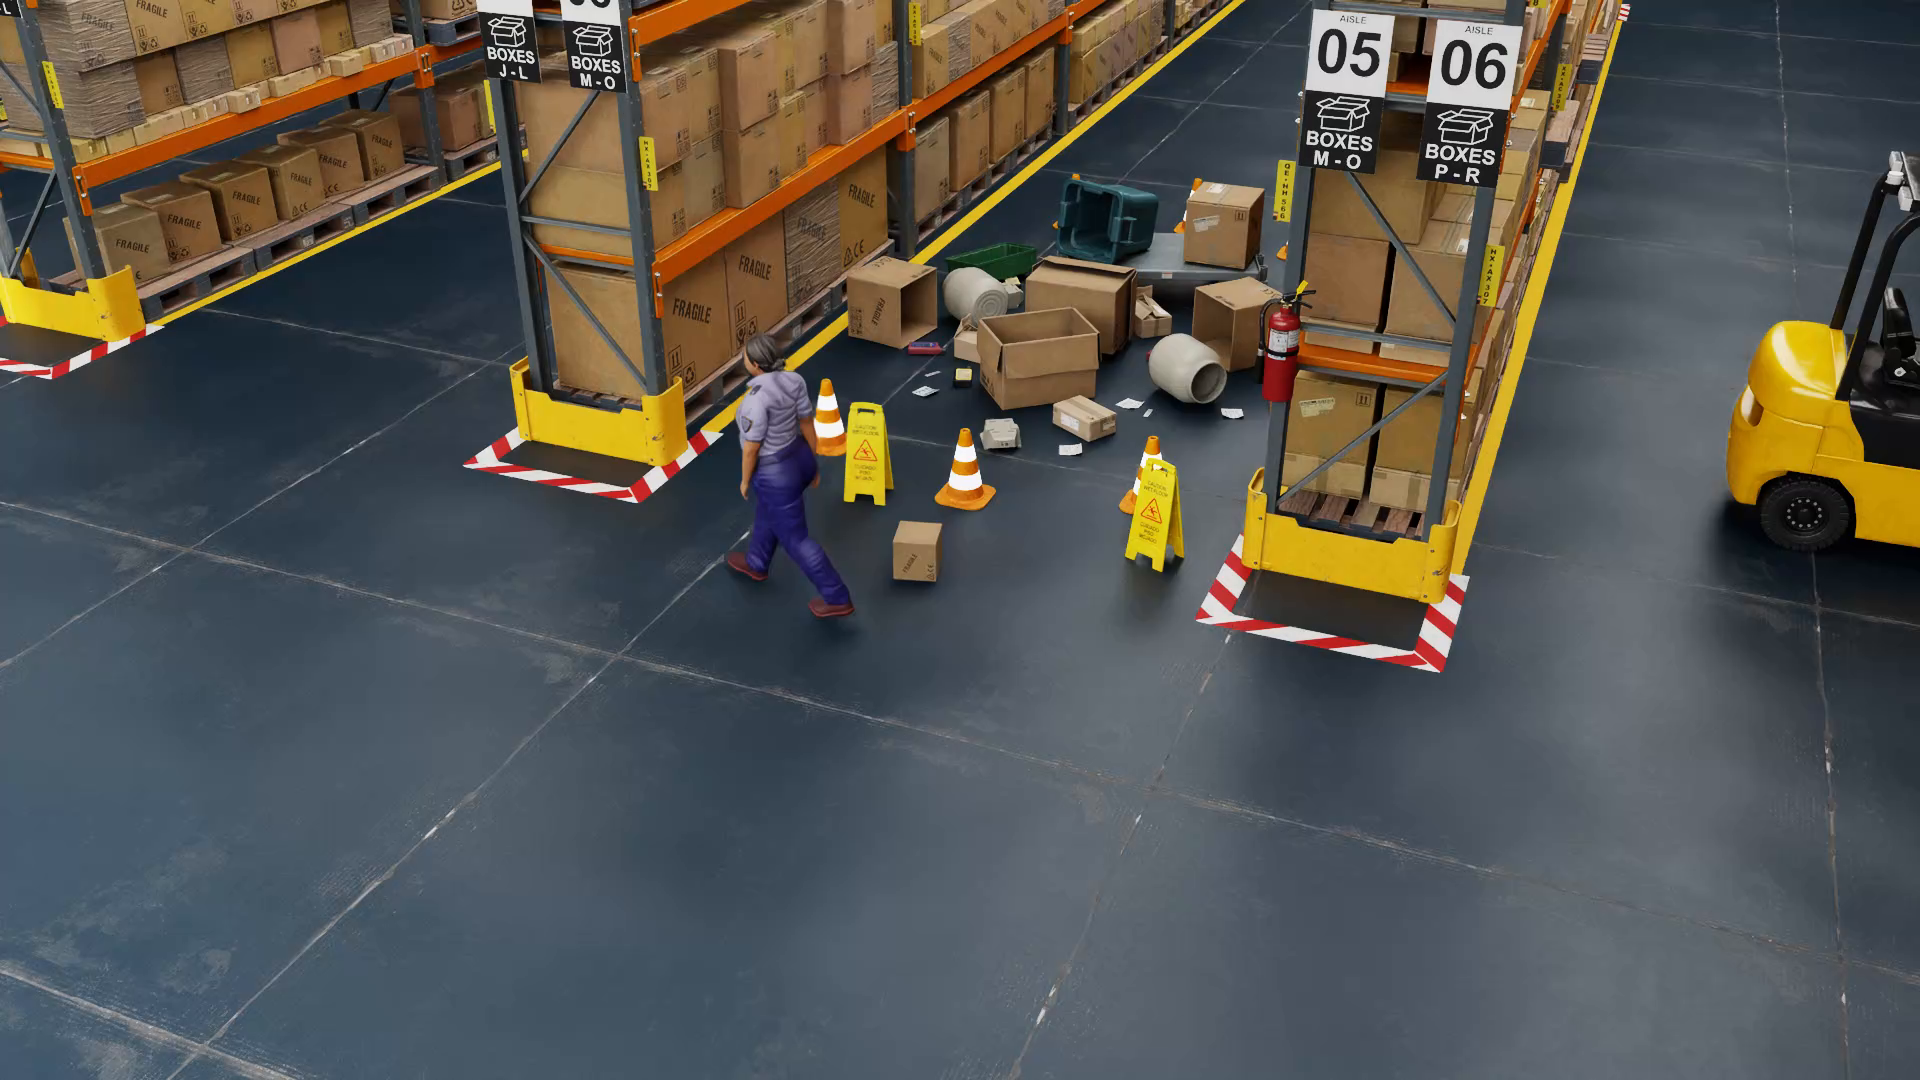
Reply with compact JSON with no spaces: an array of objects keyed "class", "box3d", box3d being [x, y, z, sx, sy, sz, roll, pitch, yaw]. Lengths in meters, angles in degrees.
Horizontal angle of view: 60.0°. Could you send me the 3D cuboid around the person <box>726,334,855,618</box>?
[{"class":"person","box3d":[-0.985,-0.368,9.045,0.990,1.599,0.481,13,32,22]}]
